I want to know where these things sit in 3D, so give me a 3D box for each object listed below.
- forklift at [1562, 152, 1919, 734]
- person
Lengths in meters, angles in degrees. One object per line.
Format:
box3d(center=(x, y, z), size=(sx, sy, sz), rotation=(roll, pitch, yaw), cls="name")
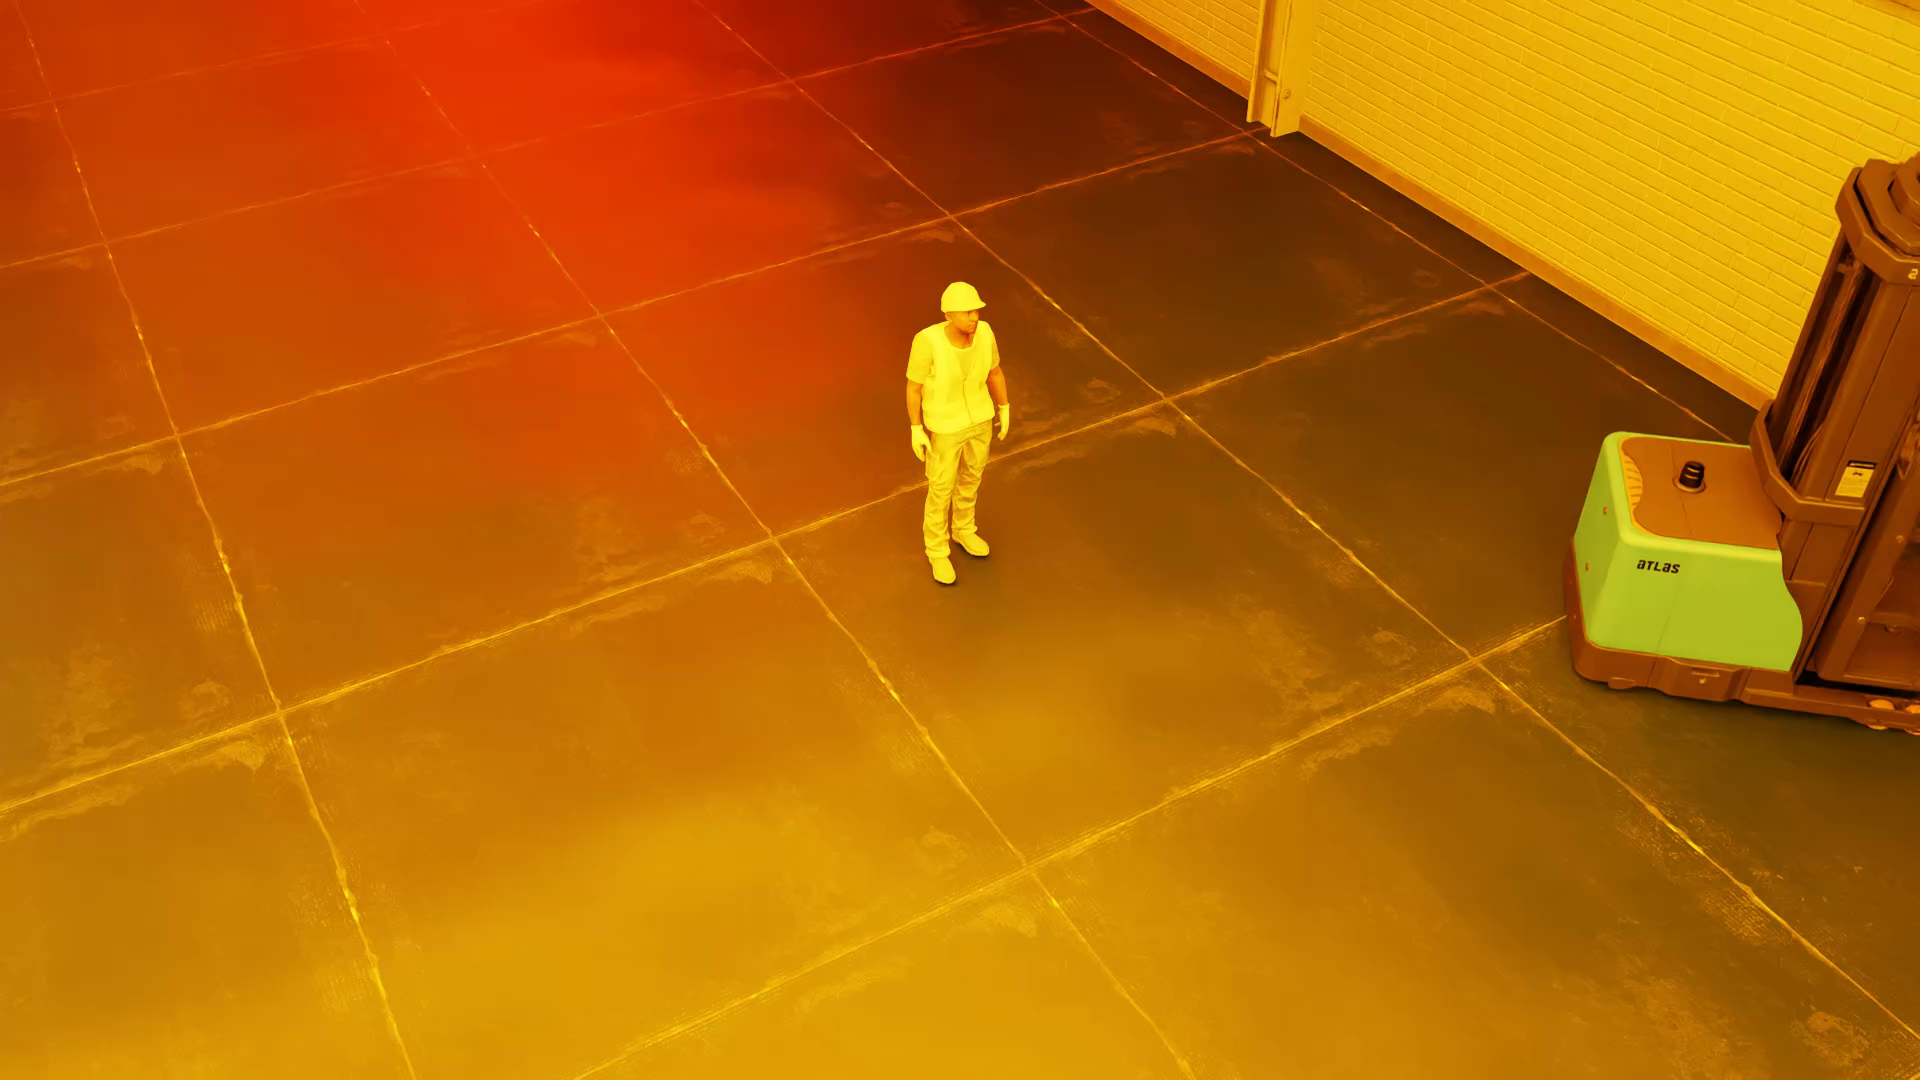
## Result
box3d(center=(5.025, -0.441, 8.568), size=(3.031, 2.935, 1.130), rotation=(7, 40, 9), cls="forklift")
box3d(center=(0.028, -0.647, 9.708), size=(0.656, 1.777, 0.576), rotation=(-20, 44, -23), cls="person")
